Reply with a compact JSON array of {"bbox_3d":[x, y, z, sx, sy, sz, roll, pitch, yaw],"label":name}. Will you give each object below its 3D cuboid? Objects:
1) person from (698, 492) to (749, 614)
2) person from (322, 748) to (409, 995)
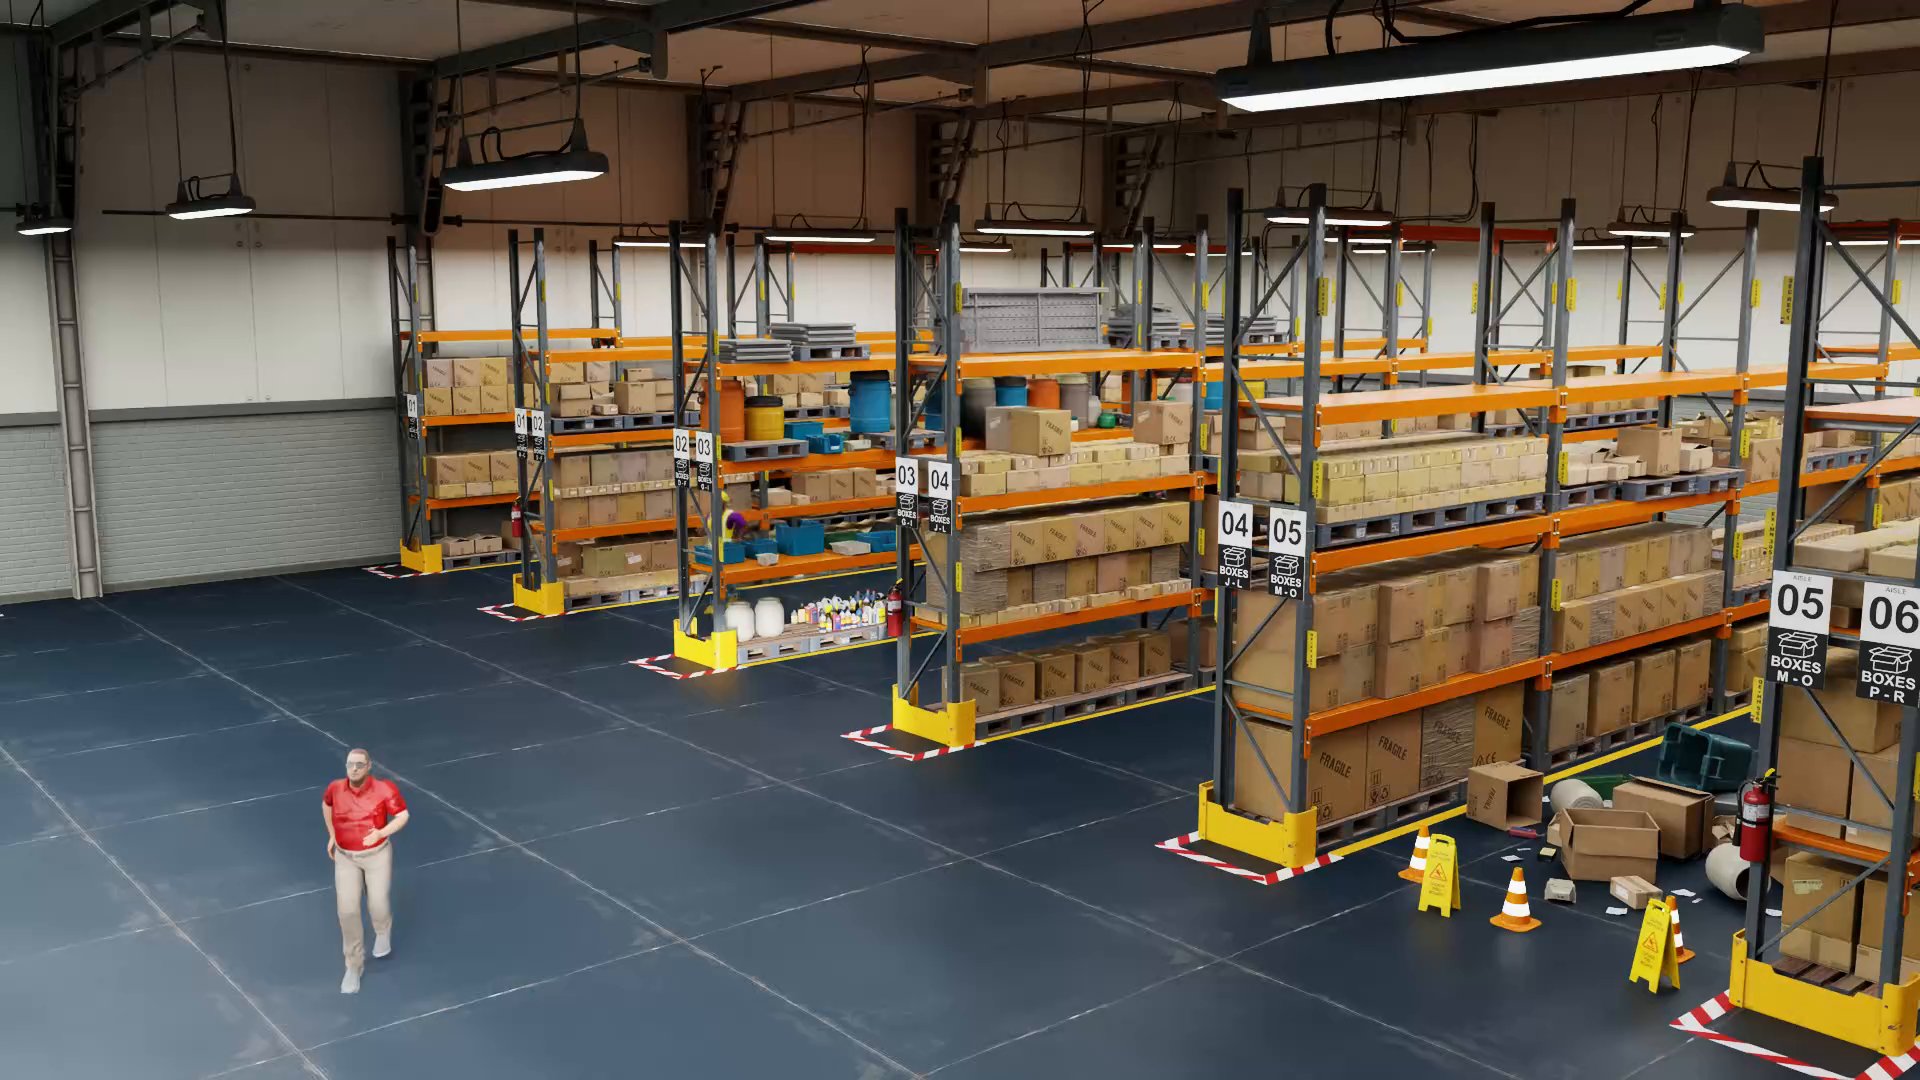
[{"bbox_3d":[-3.586,0.182,24.786,0.701,1.813,0.856,6,11,34],"label":"person"},{"bbox_3d":[-4.460,2.417,12.508,0.650,1.771,0.851,-2,9,-12],"label":"person"}]
